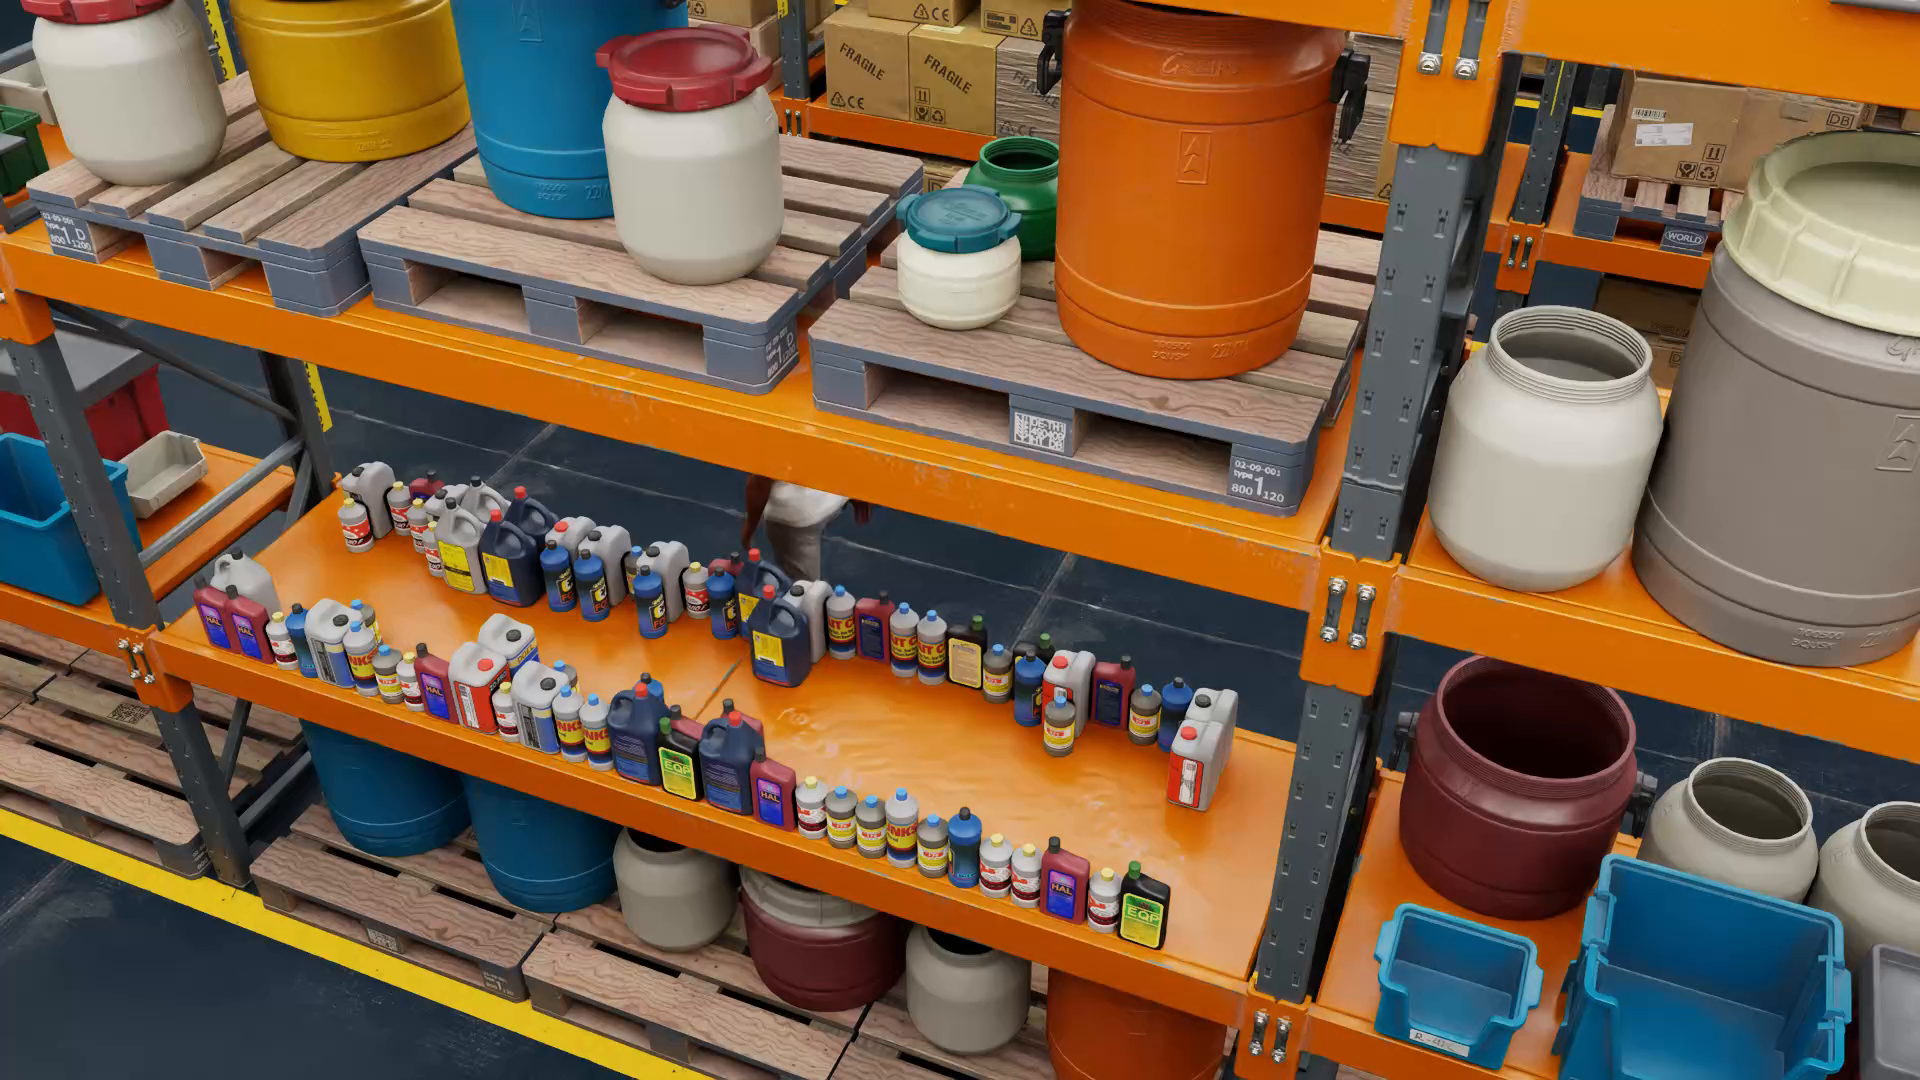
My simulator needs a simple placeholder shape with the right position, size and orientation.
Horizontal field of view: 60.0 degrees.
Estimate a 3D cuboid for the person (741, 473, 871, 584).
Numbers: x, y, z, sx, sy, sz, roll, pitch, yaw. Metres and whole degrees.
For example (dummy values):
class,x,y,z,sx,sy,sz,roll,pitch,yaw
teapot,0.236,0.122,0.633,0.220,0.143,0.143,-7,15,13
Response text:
class,x,y,z,sx,sy,sz,roll,pitch,yaw
person,-0.635,-0.158,7.013,0.983,1.734,0.573,26,44,30
